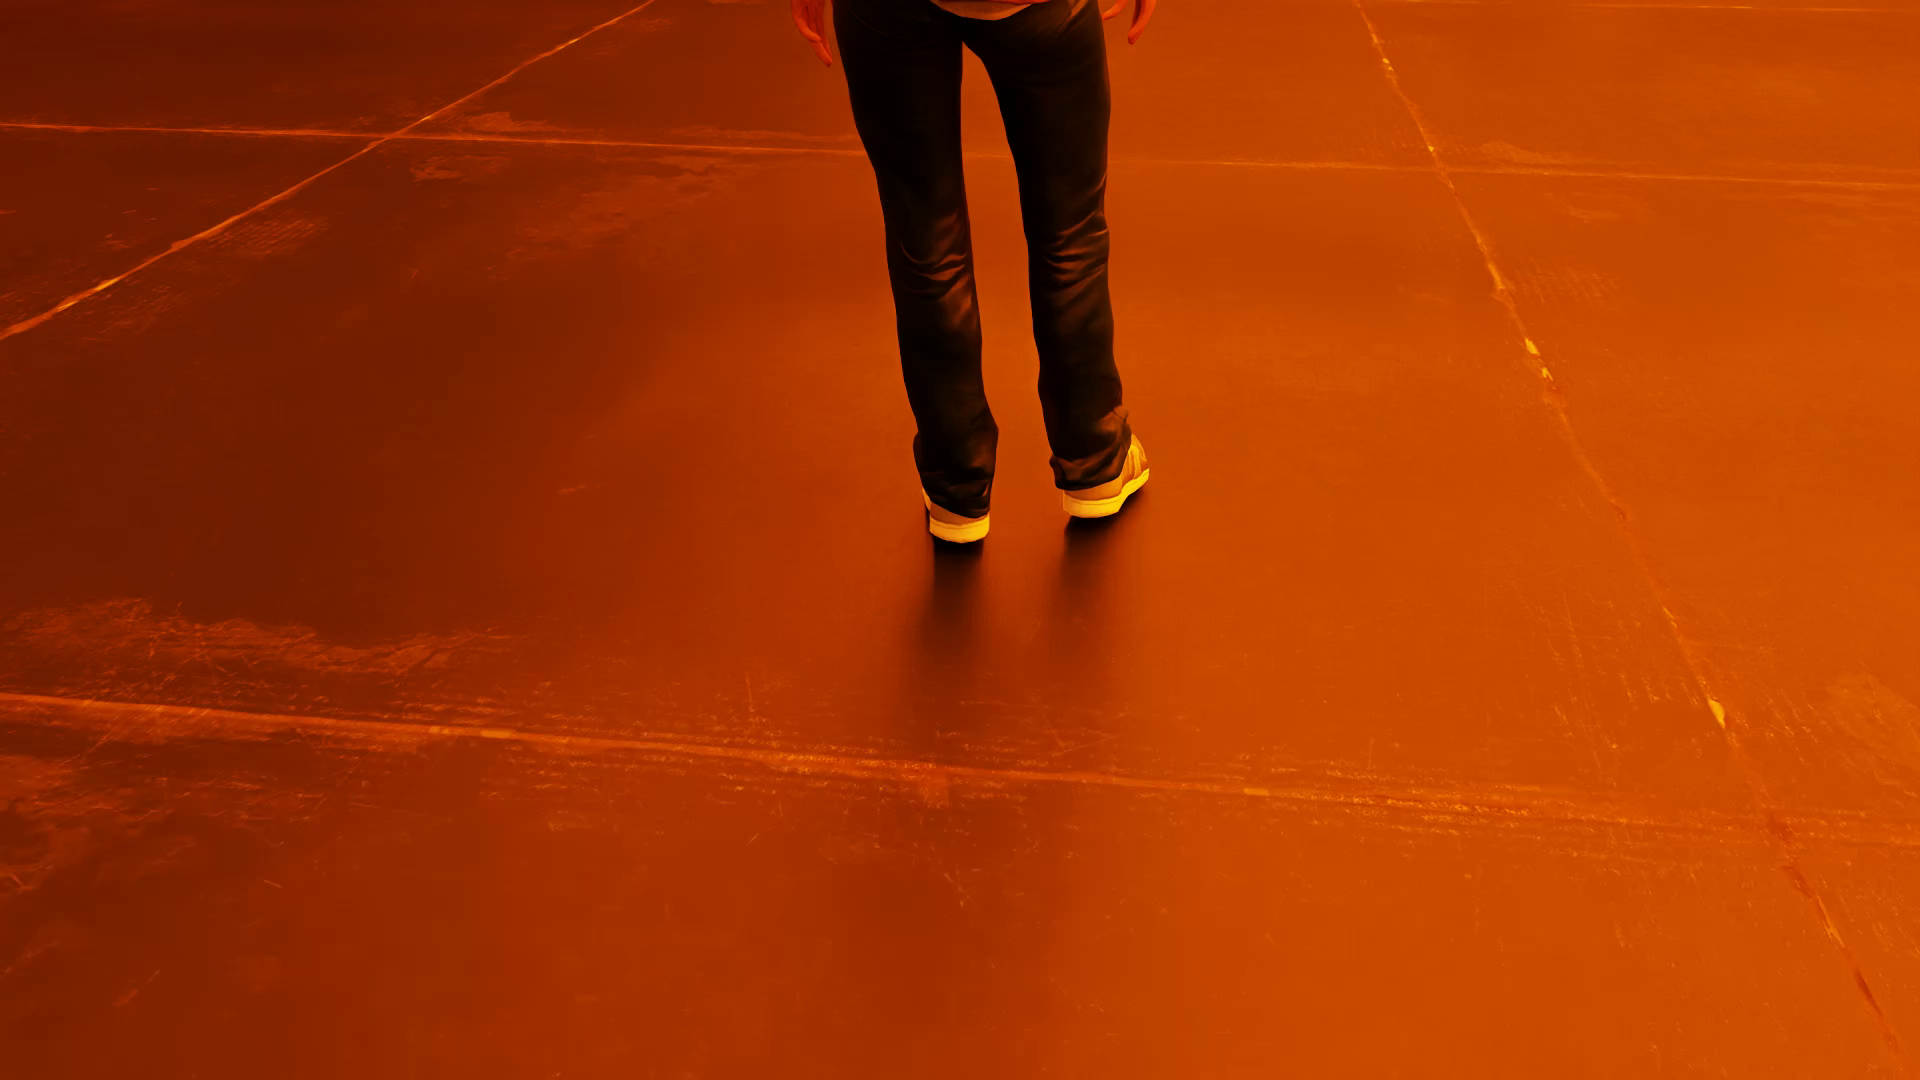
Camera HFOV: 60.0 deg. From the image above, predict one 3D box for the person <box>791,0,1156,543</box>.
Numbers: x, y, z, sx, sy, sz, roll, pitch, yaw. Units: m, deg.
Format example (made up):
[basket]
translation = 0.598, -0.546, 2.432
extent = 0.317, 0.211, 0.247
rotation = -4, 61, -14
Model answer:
[person]
translation = 0.024, -0.753, 2.204
extent = 0.520, 1.597, 0.476
rotation = 3, 27, 7
